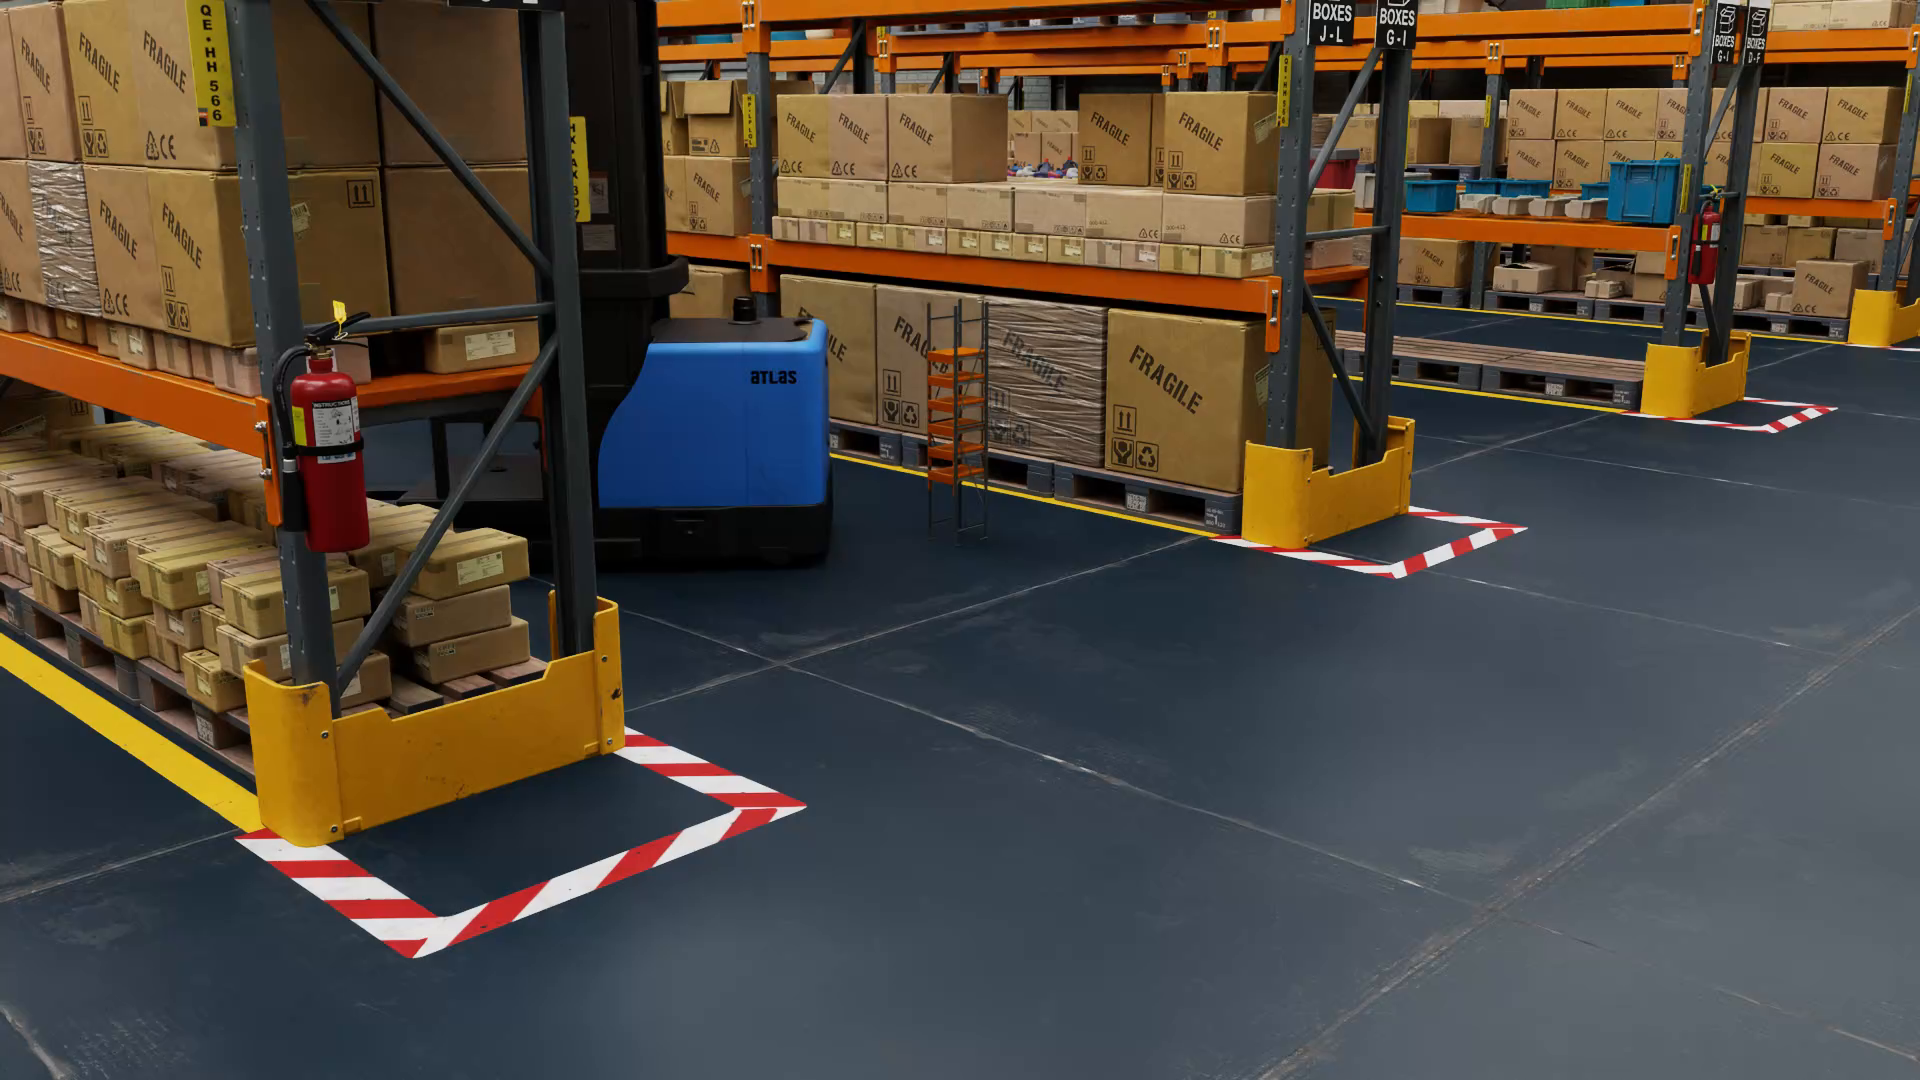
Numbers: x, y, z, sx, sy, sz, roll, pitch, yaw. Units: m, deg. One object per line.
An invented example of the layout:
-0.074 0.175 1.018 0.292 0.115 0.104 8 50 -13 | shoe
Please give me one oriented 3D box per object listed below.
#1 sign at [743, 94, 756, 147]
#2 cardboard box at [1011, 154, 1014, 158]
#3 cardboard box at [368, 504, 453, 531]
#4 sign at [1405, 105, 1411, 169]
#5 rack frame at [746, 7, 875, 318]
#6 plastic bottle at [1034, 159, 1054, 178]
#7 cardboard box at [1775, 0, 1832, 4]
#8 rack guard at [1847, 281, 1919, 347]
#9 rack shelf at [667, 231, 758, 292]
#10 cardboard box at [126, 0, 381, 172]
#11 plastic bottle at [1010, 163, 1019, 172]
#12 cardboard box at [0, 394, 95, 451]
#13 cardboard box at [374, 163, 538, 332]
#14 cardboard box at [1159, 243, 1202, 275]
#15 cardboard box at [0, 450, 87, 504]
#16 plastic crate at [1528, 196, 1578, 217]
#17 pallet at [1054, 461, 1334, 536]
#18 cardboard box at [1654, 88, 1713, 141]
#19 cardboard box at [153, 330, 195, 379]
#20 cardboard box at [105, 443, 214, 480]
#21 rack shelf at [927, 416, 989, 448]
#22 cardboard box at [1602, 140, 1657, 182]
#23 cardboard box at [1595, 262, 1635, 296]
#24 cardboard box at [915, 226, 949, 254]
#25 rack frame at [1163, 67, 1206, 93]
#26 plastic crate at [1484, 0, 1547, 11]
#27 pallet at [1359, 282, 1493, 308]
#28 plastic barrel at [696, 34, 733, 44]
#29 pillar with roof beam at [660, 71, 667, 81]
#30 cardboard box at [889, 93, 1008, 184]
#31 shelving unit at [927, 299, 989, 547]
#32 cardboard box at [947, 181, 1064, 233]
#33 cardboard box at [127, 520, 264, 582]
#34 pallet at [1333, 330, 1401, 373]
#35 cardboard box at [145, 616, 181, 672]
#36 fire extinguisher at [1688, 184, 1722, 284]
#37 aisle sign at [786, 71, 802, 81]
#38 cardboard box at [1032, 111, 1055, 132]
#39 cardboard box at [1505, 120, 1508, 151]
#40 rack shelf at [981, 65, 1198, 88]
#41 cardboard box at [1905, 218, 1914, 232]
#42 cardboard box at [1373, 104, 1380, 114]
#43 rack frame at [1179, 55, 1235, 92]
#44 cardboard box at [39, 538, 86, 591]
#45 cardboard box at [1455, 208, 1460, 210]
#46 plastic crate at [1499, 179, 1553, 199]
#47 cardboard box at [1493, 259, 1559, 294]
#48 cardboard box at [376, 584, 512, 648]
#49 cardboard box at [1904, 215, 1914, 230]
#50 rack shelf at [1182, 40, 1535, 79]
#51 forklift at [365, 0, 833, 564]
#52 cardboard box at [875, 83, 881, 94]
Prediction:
-1.332 -2.660 10.551 0.005 0.325 0.100 14 20 42 | sign
0.917 -5.250 22.898 0.258 0.266 0.396 13 19 41 | cardboard box
-2.114 -0.014 6.178 0.250 0.149 0.380 14 20 42 | cardboard box
2.306 -2.095 8.648 0.005 0.325 0.100 14 20 42 | sign
-0.963 -2.238 11.072 0.127 3.000 1.000 14 20 42 | rack frame
0.793 -3.407 15.658 0.185 0.351 0.144 14 20 42 | plastic bottle
7.888 -5.087 15.364 0.500 0.250 0.500 14 20 42 | cardboard box
8.741 -2.139 15.650 0.348 0.500 1.175 14 20 42 | rack guard
-2.402 -2.240 12.506 4.000 0.370 1.077 14 20 42 | rack shelf
-2.101 -1.366 4.956 0.500 0.500 0.500 13 20 41 | cardboard box
0.560 -3.683 16.874 0.097 0.271 0.097 0 15 0 | plastic bottle
-4.826 -0.526 8.628 0.500 0.500 0.500 -14 20 -42 | cardboard box
-1.730 -0.976 5.442 0.500 0.500 0.500 -13 20 -42 | cardboard box
1.244 -1.464 8.600 0.250 0.149 0.380 14 20 43 | cardboard box
-4.001 -0.275 7.178 0.250 0.149 0.380 13 20 41 | cardboard box
4.443 -2.501 12.487 0.243 0.136 0.396 14 20 42 | plastic crate
1.287 -0.314 9.219 1.213 0.211 1.003 14 20 42 | pallet
7.174 -4.164 16.281 0.500 0.500 0.500 -14 20 -42 | cardboard box
-2.374 -0.631 5.403 0.250 0.149 0.380 13 20 42 | cardboard box
-3.513 -0.312 7.323 0.380 0.149 0.250 -14 20 -42 | cardboard box
-0.010 -0.540 8.302 0.180 0.103 0.258 14 20 42 | rack shelf
6.823 -3.768 16.746 0.500 0.500 0.500 14 20 42 | cardboard box
7.063 -2.768 17.565 0.500 0.311 0.500 14 20 42 | cardboard box
-0.047 -1.777 9.803 0.250 0.149 0.380 14 20 43 | cardboard box
3.593 -6.335 26.797 0.127 3.000 1.000 14 20 42 | rack frame
4.446 -4.176 12.683 0.767 0.338 0.504 14 20 42 | plastic crate
5.304 -2.821 18.842 1.213 0.211 1.003 14 20 42 | pallet
-2.767 -6.181 19.264 0.708 0.901 0.600 14 20 42 | plastic barrel
-9.809 -11.292 33.921 0.400 9.000 9.100 14 20 42 | pillar with roof beam
-0.068 -2.364 9.776 0.500 0.500 0.500 13 19 40 | cardboard box
-0.010 -0.583 8.291 0.189 1.200 0.258 14 20 42 | shelving unit
0.275 -1.914 9.537 0.500 0.250 0.500 14 20 42 | cardboard box
-2.714 0.053 5.921 0.250 0.149 0.380 13 19 40 | cardboard box
3.031 -1.666 14.407 1.213 0.211 1.003 14 20 42 | pallet
-2.695 0.338 6.009 0.250 0.149 0.380 14 20 43 | cardboard box
5.148 -2.110 11.474 0.183 0.674 0.296 14 20 42 | fire extinguisher
-2.566 -7.458 25.951 0.004 0.787 0.394 14 20 42 | aisle sign
1.565 -7.017 28.185 0.500 0.500 0.500 13 19 40 | cardboard box
7.371 -5.525 22.861 0.500 0.500 0.500 14 20 42 | cardboard box
2.153 -7.789 27.853 4.000 0.370 1.077 14 20 42 | rack shelf
11.254 -3.681 19.448 0.380 0.149 0.250 -14 20 -43 | cardboard box
6.203 -6.265 24.171 0.250 0.149 0.380 11 18 35 | cardboard box
3.036 -4.735 20.657 0.127 3.000 1.000 14 20 42 | rack frame
-3.323 0.066 6.460 0.250 0.149 0.380 14 20 43 | cardboard box
6.910 -4.646 23.743 0.750 0.750 0.750 13 20 41 | cardboard box
4.458 -2.718 13.128 0.300 0.233 0.416 14 20 42 | plastic crate
6.068 -2.834 17.821 0.500 0.311 0.500 14 20 42 | cardboard box
-1.798 0.239 5.797 0.380 0.149 0.250 -14 20 -42 | cardboard box
11.342 -3.794 19.881 0.250 0.149 0.380 14 20 43 | cardboard box
4.476 -5.489 19.026 4.000 0.370 1.077 14 20 42 | rack shelf
-2.165 -1.393 7.963 3.031 2.935 1.130 -1 15 -3 | forklift
-0.892 -6.364 24.136 0.500 0.500 0.700 14 20 42 | cardboard box
